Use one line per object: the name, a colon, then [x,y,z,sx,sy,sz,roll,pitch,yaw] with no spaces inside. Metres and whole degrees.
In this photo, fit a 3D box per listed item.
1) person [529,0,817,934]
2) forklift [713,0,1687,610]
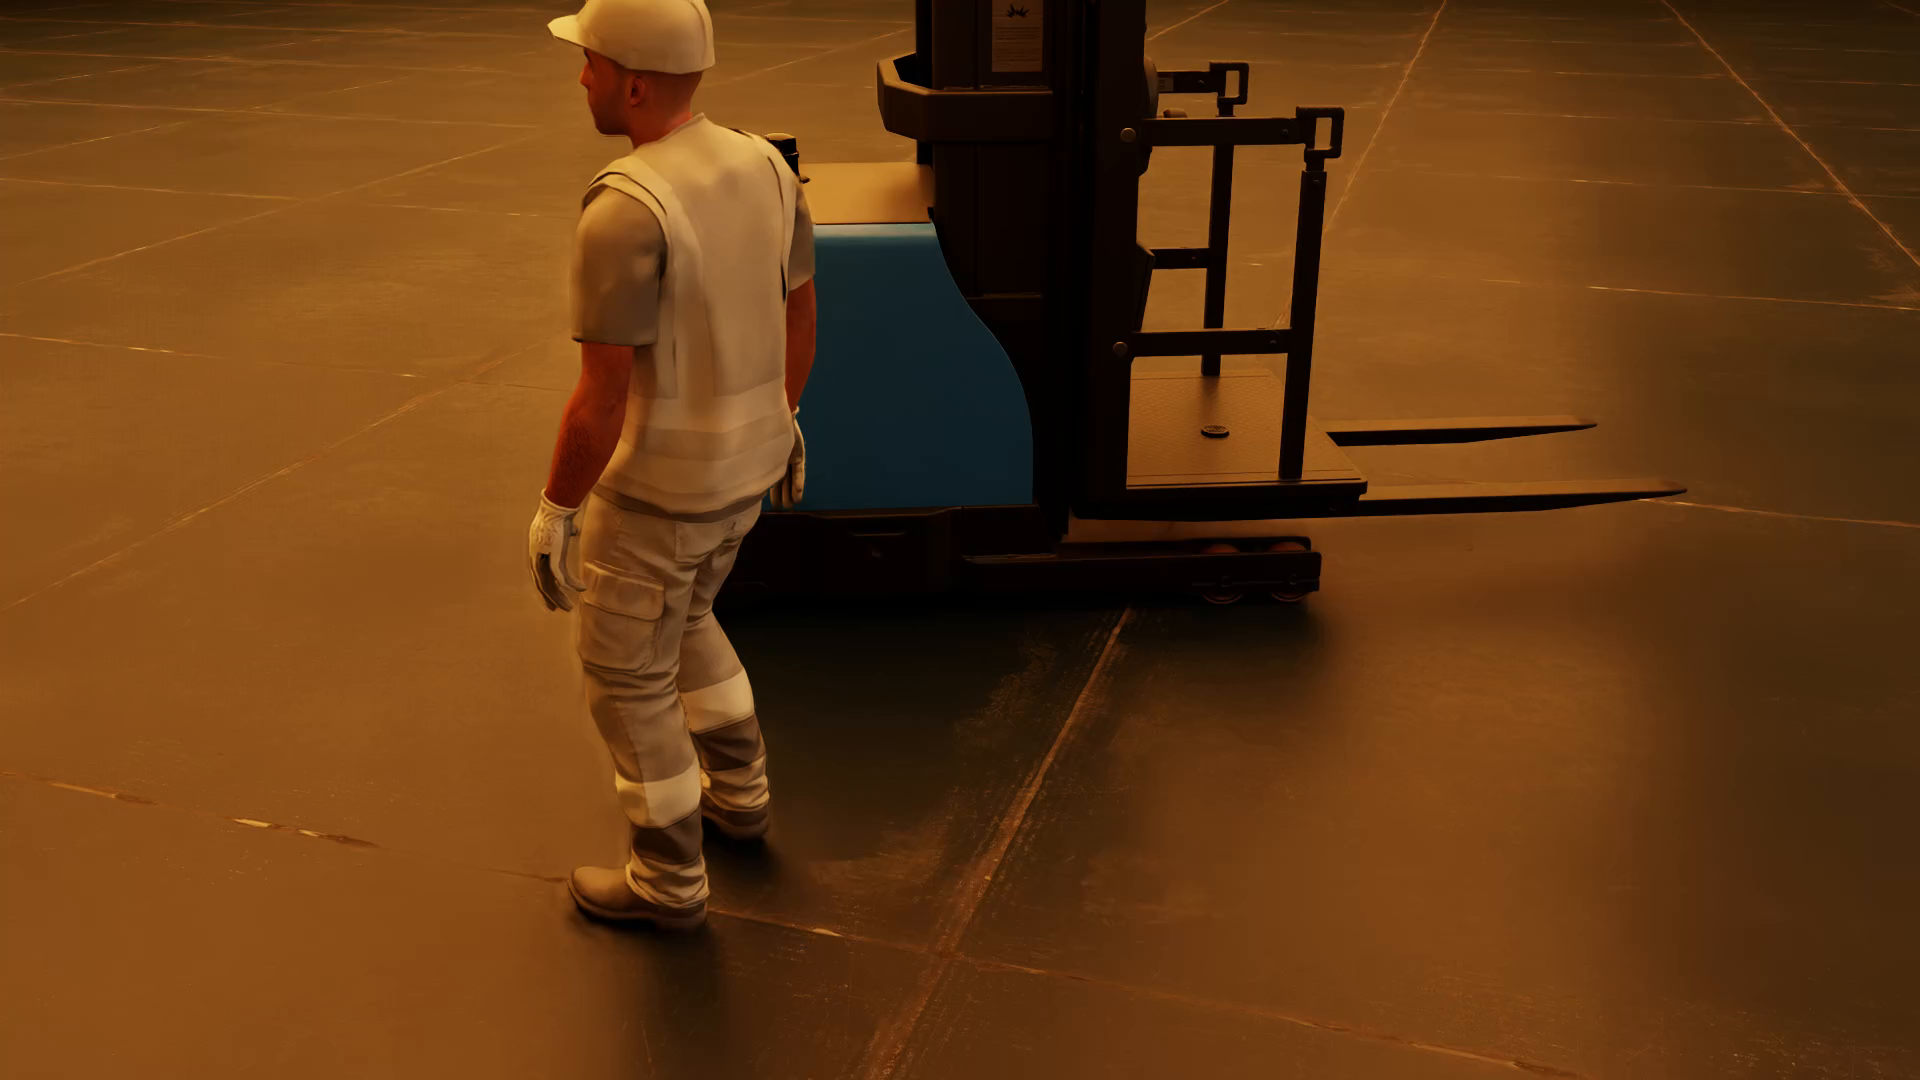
person: [-0.551,-0.119,3.069,0.459,1.789,0.694,12,25,26]
forklift: [0.606,-1.374,4.608,3.031,2.935,1.130,-2,23,-4]
